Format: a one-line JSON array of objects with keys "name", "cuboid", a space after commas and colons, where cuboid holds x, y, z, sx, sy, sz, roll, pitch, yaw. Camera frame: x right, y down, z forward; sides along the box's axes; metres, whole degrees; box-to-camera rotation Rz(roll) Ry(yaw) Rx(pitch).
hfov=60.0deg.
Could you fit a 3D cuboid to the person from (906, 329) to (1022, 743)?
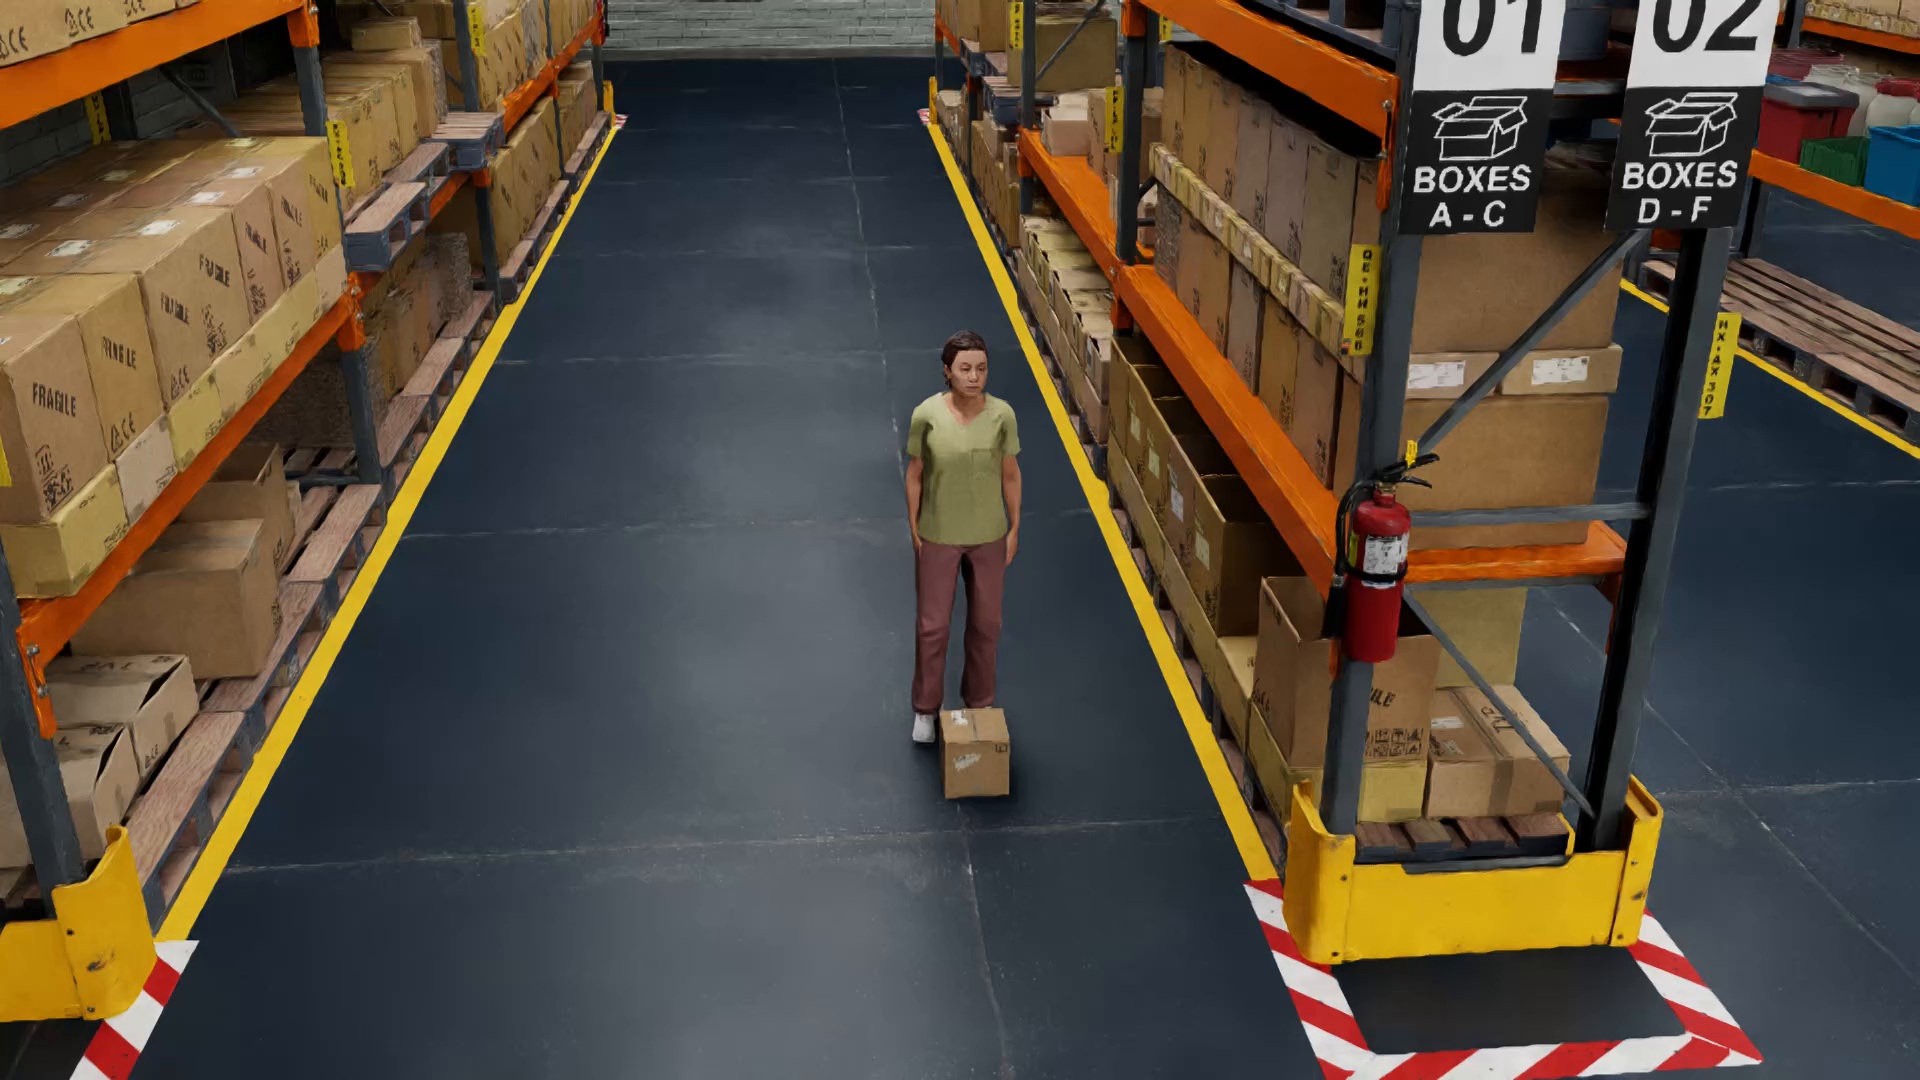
[{"name": "person", "cuboid": [0.021, 0.003, 6.627, 0.462, 1.650, 0.404, -2, 24, -4]}]
